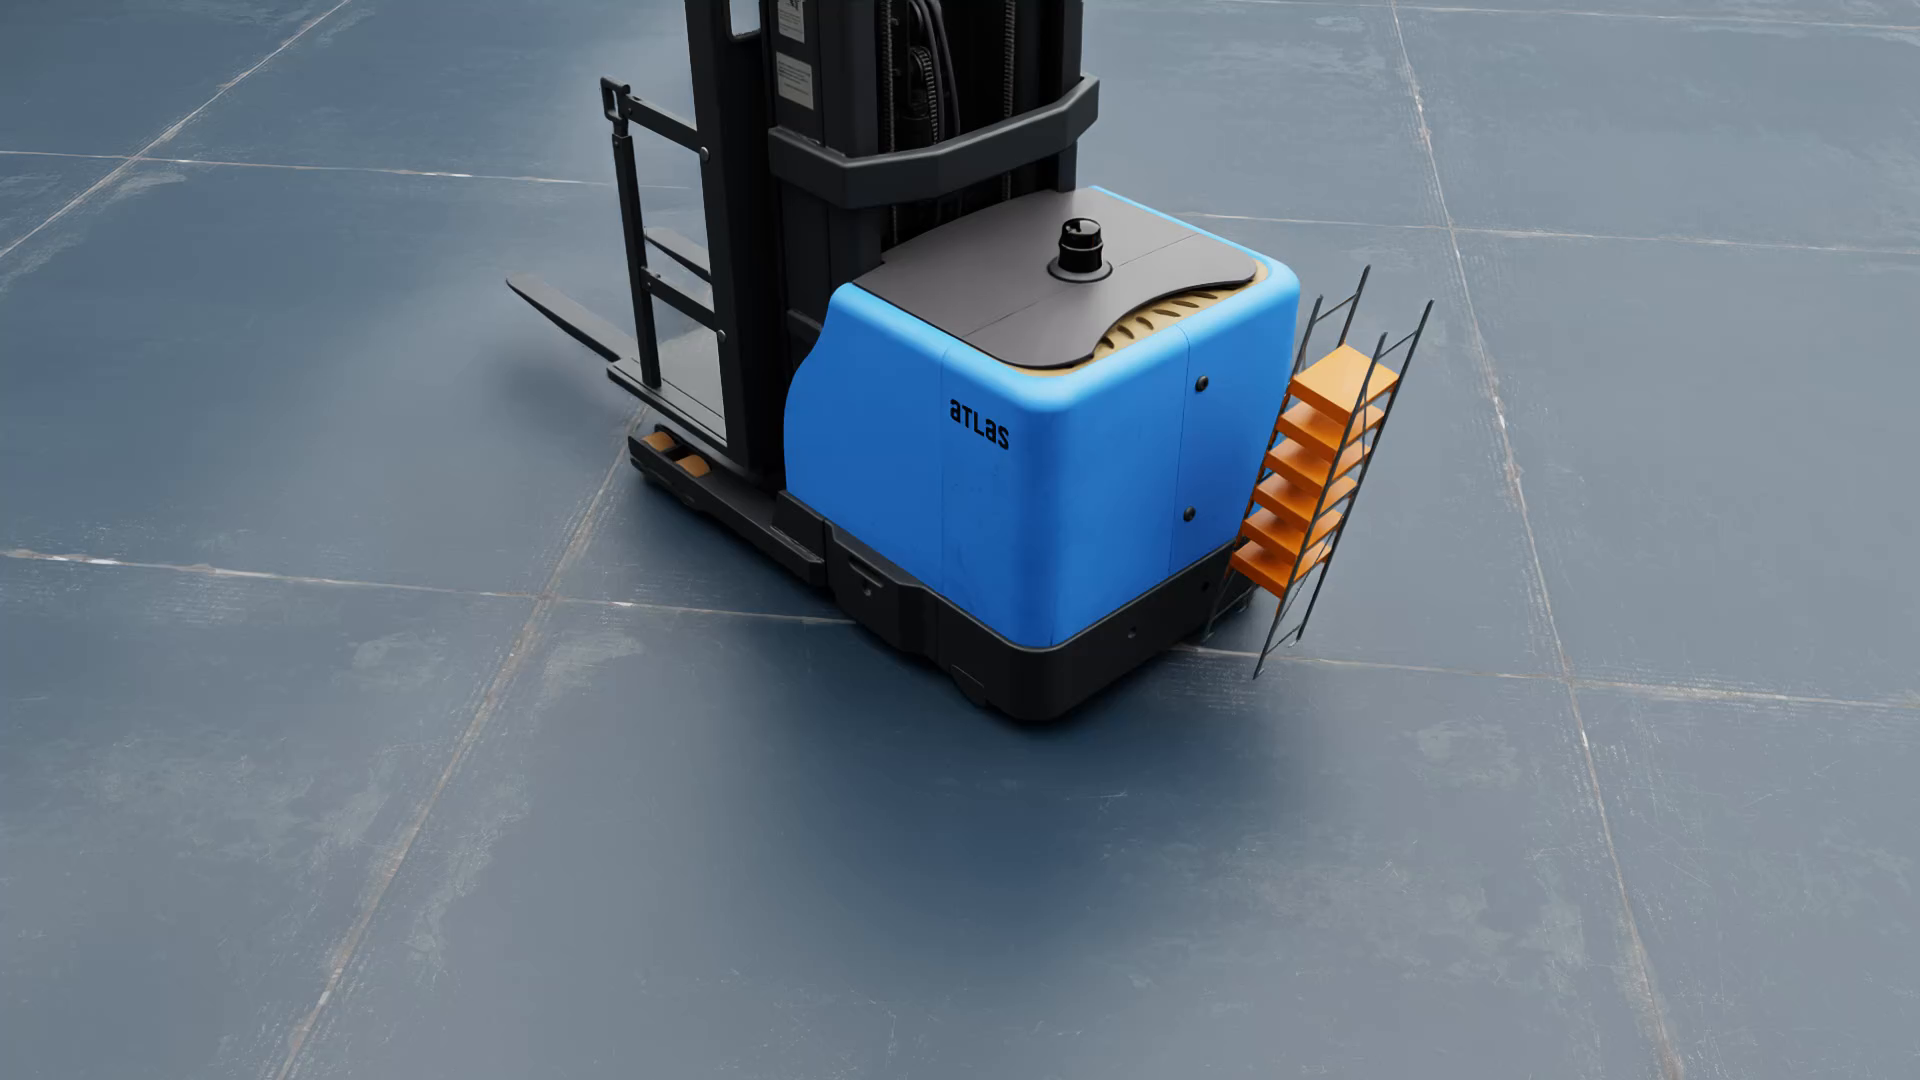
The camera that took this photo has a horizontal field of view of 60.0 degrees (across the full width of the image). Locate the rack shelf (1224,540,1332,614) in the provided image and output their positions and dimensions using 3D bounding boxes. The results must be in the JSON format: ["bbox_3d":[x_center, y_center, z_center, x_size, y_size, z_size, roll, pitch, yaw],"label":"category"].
[{"bbox_3d":[0.884,0.063,4.598,0.180,0.103,0.258,36,48,26],"label":"rack shelf"}]

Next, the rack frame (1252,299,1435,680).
[{"bbox_3d":[0.989,-0.096,4.367,0.006,1.200,0.240,36,48,26],"label":"rack frame"}]

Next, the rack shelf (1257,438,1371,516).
[{"bbox_3d":[0.932,-0.200,4.356,0.180,0.103,0.258,36,48,26],"label":"rack shelf"}]

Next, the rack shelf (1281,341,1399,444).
[{"bbox_3d":[0.965,-0.375,4.195,0.180,0.103,0.258,36,48,26],"label":"rack shelf"}]

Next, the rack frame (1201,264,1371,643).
[{"bbox_3d":[0.855,-0.193,4.446,0.006,1.200,0.240,36,48,26],"label":"rack frame"}]

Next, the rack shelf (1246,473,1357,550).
[{"bbox_3d":[0.916,-0.112,4.437,0.180,0.103,0.258,36,48,26],"label":"rack shelf"}]

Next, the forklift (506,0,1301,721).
[{"bbox_3d":[-0.441,-1.479,4.799,1.130,2.935,3.031,-28,44,-33],"label":"forklift"}]

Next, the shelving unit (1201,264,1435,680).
[{"bbox_3d":[0.922,-0.145,4.407,0.189,1.200,0.258,36,48,26],"label":"shelving unit"}]

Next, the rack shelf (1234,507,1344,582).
[{"bbox_3d":[0.900,-0.025,4.517,0.180,0.103,0.258,36,48,26],"label":"rack shelf"}]

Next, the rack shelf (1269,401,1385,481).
[{"bbox_3d":[0.949,-0.287,4.276,0.180,0.103,0.258,36,48,26],"label":"rack shelf"}]
